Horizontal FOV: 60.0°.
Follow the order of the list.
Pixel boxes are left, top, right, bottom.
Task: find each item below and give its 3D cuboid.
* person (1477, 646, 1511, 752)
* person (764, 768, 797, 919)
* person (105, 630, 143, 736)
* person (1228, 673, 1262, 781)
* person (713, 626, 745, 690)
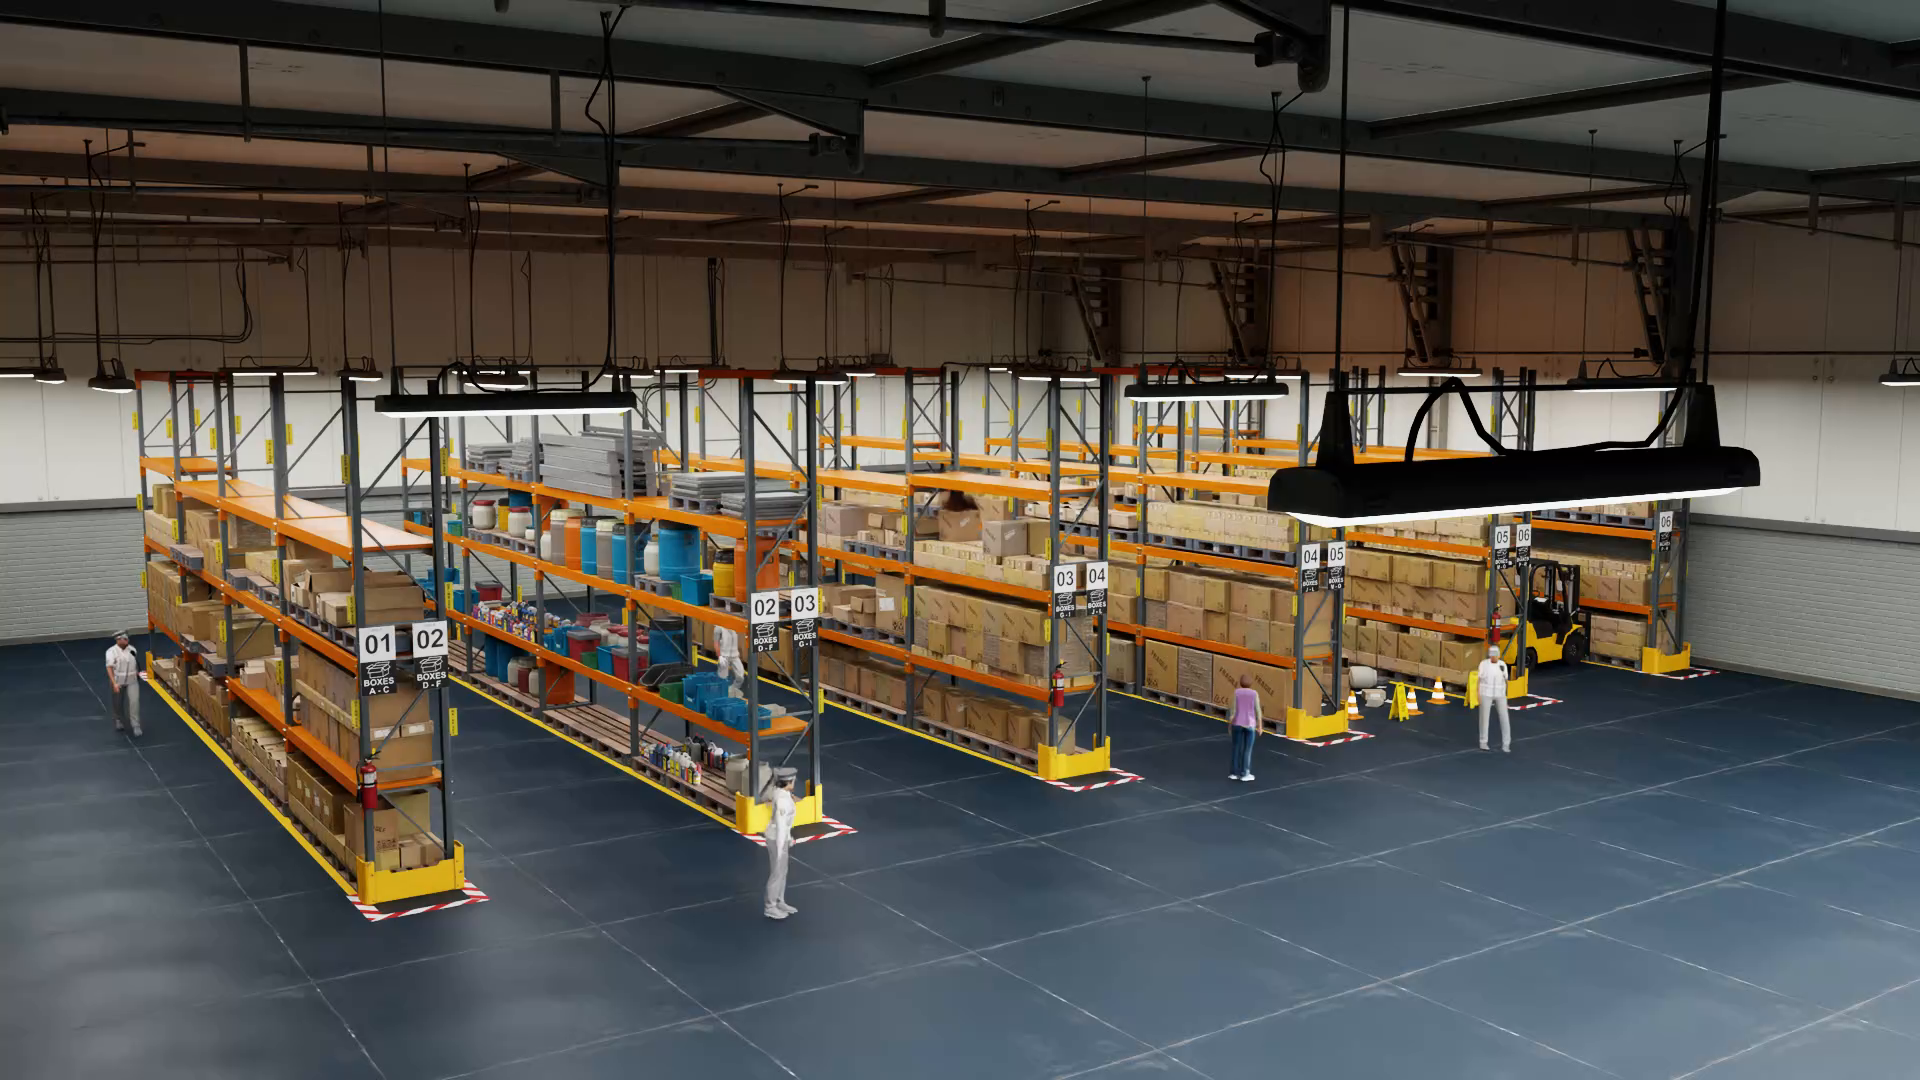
[{"bbox_3d":[8.539,2.527,26.571,0.553,1.693,0.451,1,7,9],"label":"person"},{"bbox_3d":[-2.025,3.403,18.727,0.403,1.668,0.531,-1,7,-10],"label":"person"},{"bbox_3d":[-13.891,2.341,27.612,0.516,1.712,1.039,-4,8,-33],"label":"person"},{"bbox_3d":[4.222,2.767,24.600,0.494,1.609,0.329,2,7,16],"label":"person"},{"bbox_3d":[-4.110,2.118,29.404,0.532,1.806,0.544,-3,7,-24],"label":"person"}]
